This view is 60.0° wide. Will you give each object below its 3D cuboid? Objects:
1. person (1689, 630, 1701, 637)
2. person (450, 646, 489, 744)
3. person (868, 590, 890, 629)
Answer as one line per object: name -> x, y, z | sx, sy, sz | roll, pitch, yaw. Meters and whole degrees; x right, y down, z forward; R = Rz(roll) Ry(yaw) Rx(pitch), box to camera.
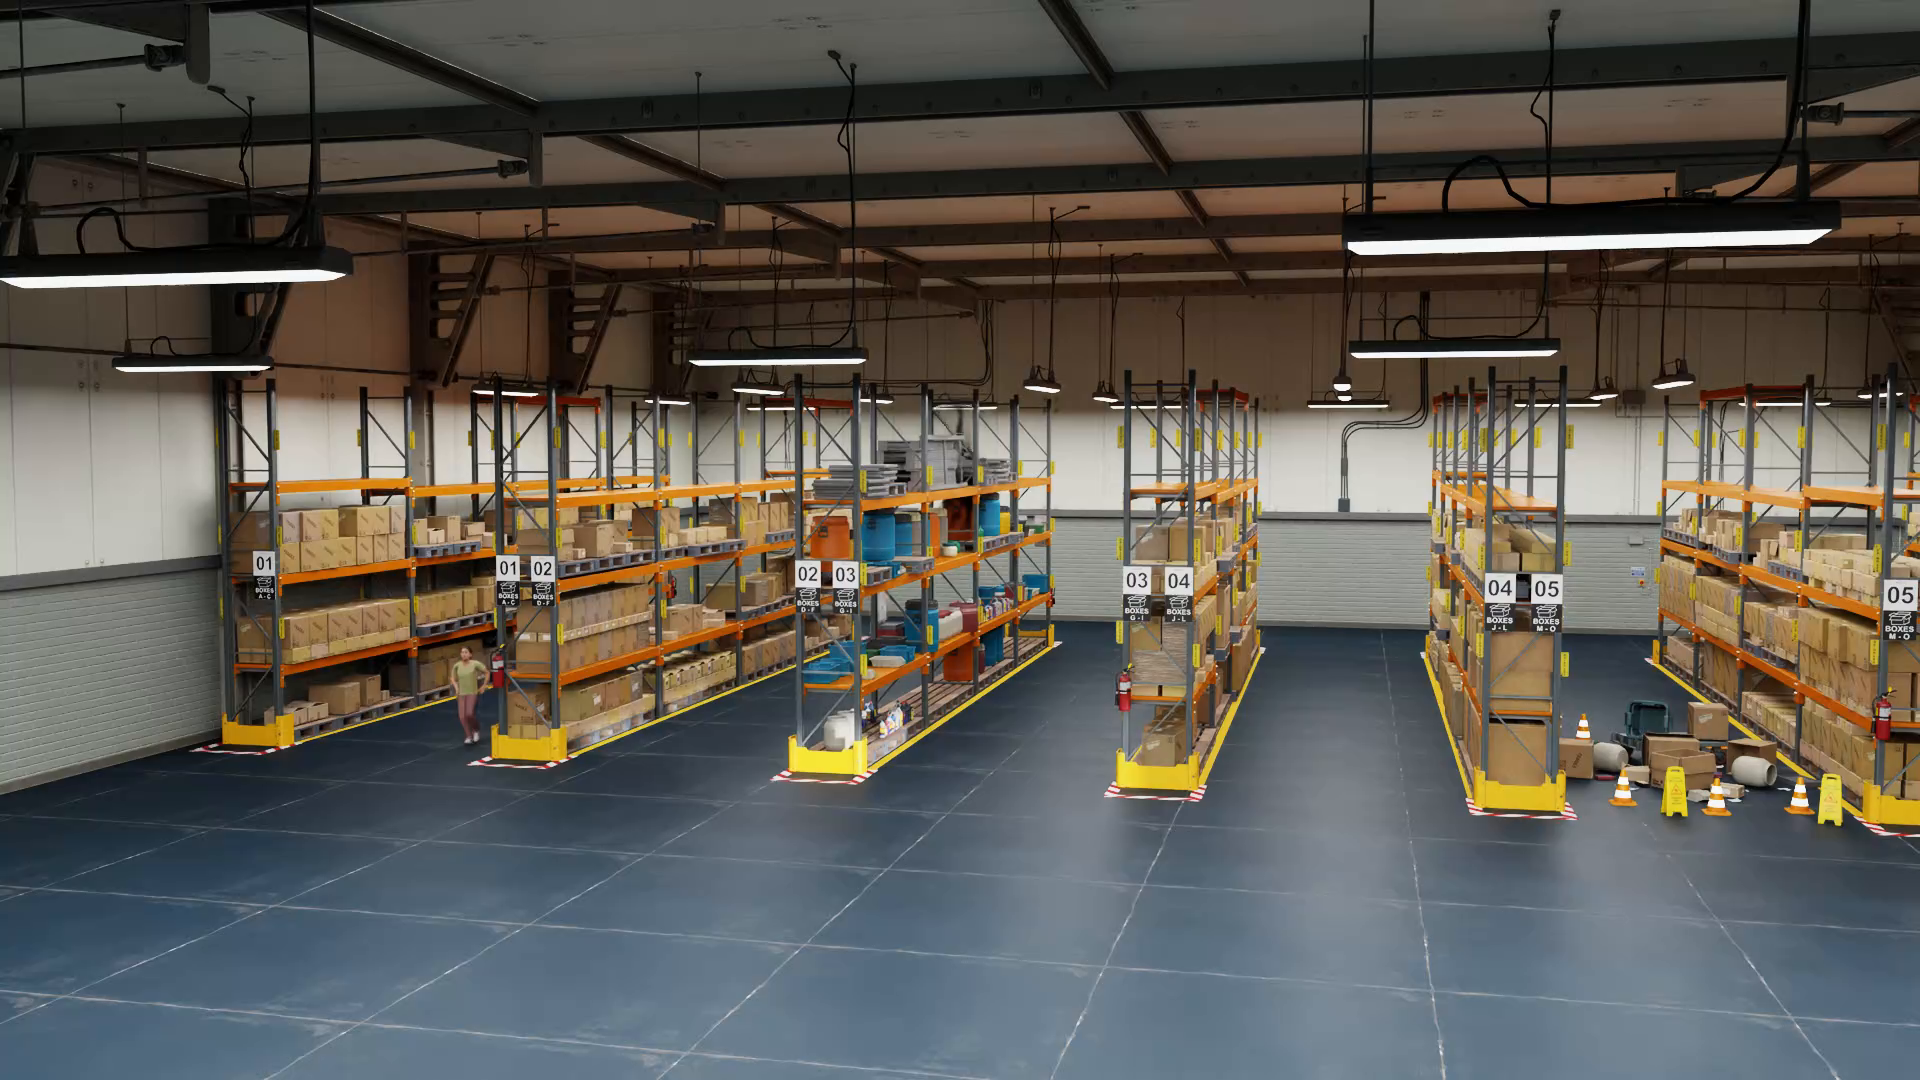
person -> 17.103, 1.822, 38.359 | 0.637, 1.740, 0.640 | 1, 4, 13
person -> -8.069, 2.542, 27.271 | 0.598, 1.630, 0.561 | 0, 3, 1
person -> -2.040, 1.662, 42.251 | 0.588, 1.638, 0.533 | -3, 5, -40
